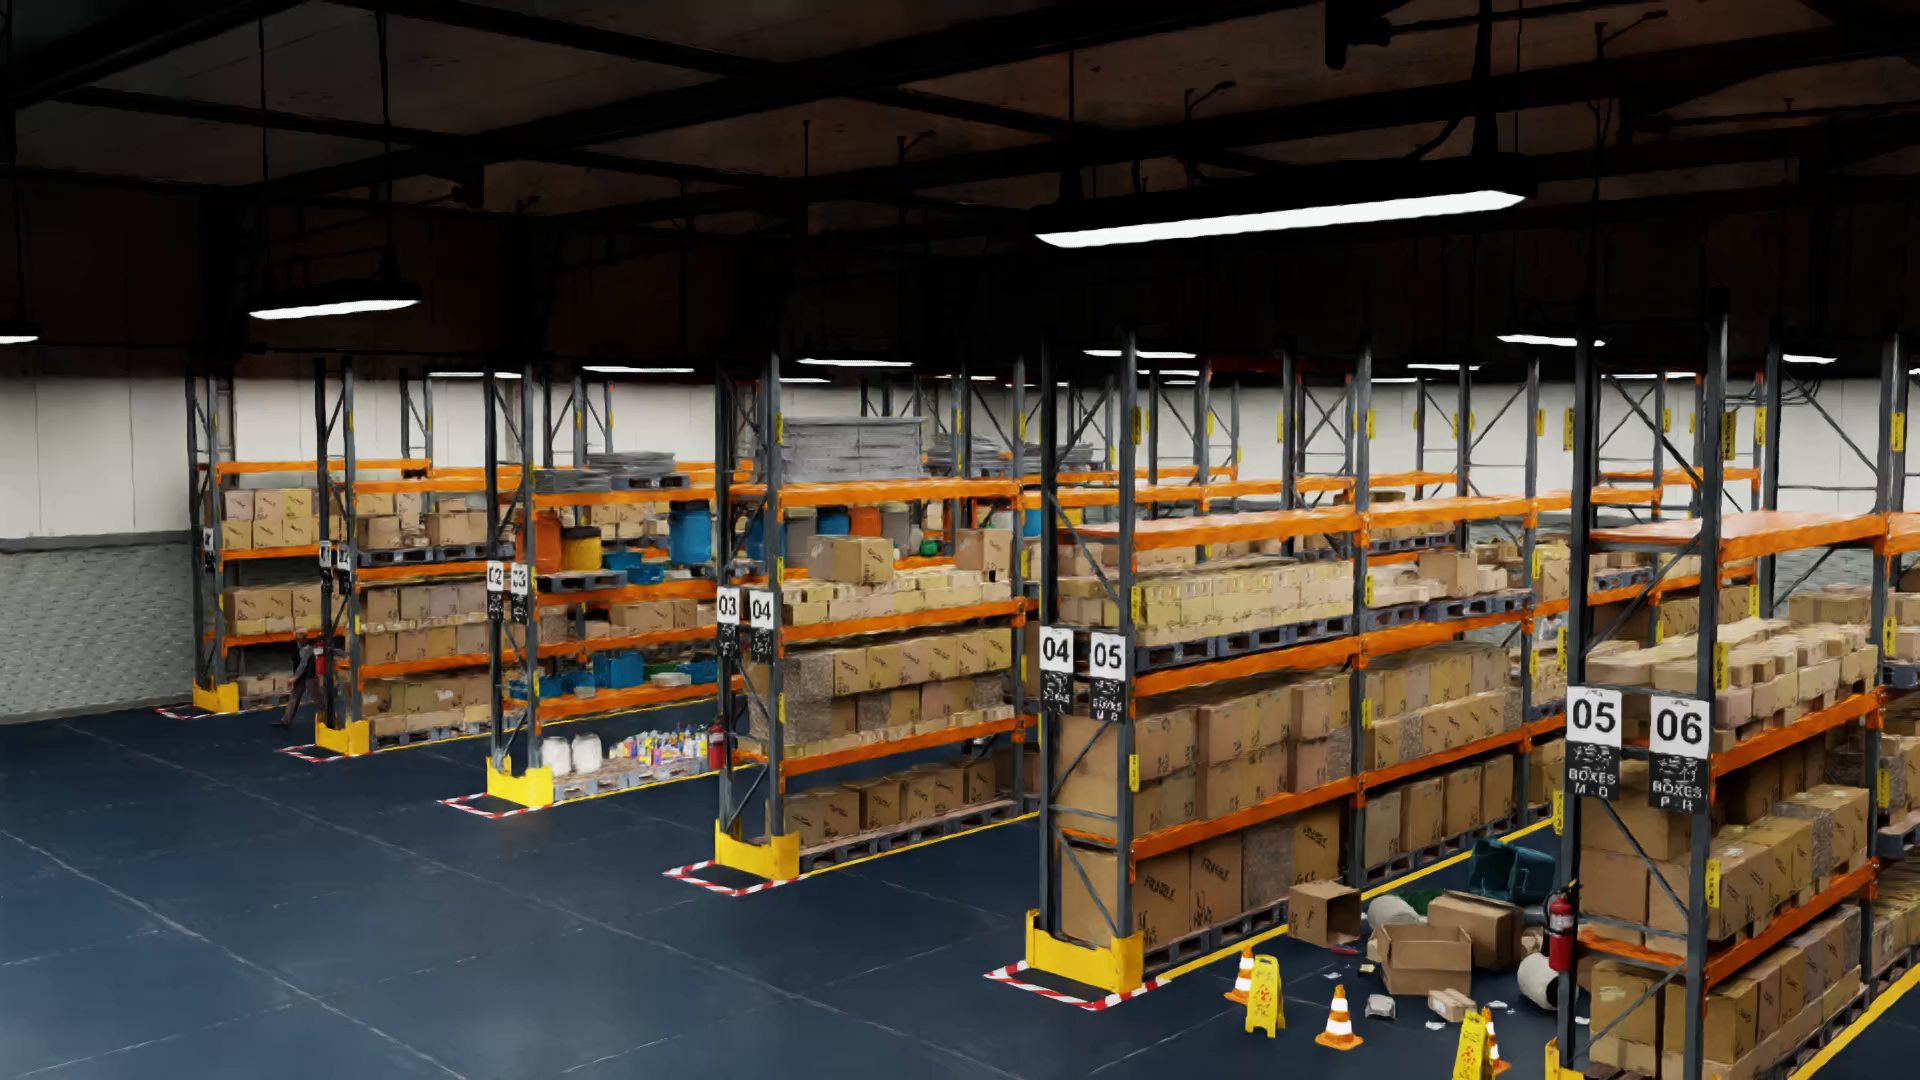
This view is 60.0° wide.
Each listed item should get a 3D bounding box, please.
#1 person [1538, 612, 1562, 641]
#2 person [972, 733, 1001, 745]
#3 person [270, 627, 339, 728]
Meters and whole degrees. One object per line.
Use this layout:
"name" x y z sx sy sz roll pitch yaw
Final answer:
"person" 11.112 1.990 31.276 0.412 1.533 0.955 3 5 36
"person" 0.387 2.356 26.018 0.444 1.604 1.016 3 5 36
"person" -10.707 2.249 27.137 1.031 1.662 0.539 -3 5 -37
